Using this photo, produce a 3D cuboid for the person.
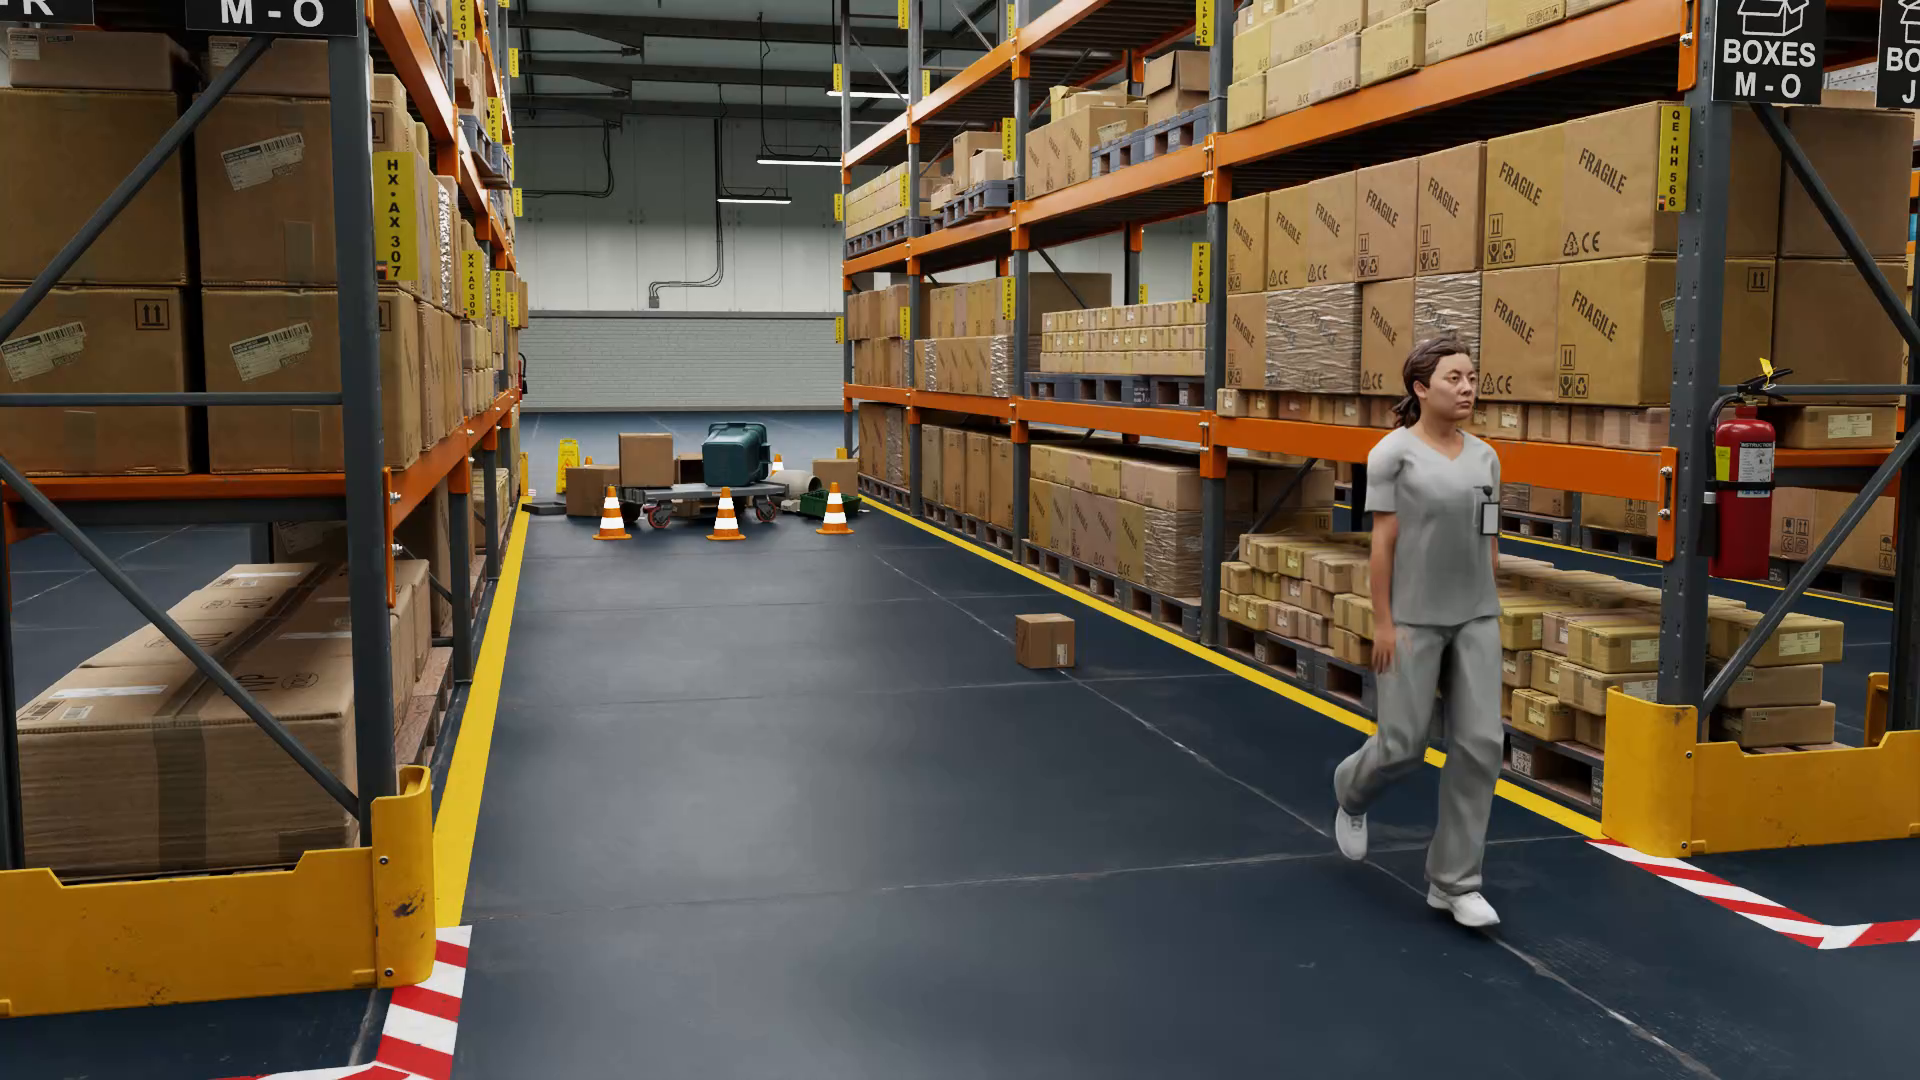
[{"bbox_3d":[1.378,0.237,4.847,0.443,1.645,0.708,-1,6,-11],"label":"person"}]
